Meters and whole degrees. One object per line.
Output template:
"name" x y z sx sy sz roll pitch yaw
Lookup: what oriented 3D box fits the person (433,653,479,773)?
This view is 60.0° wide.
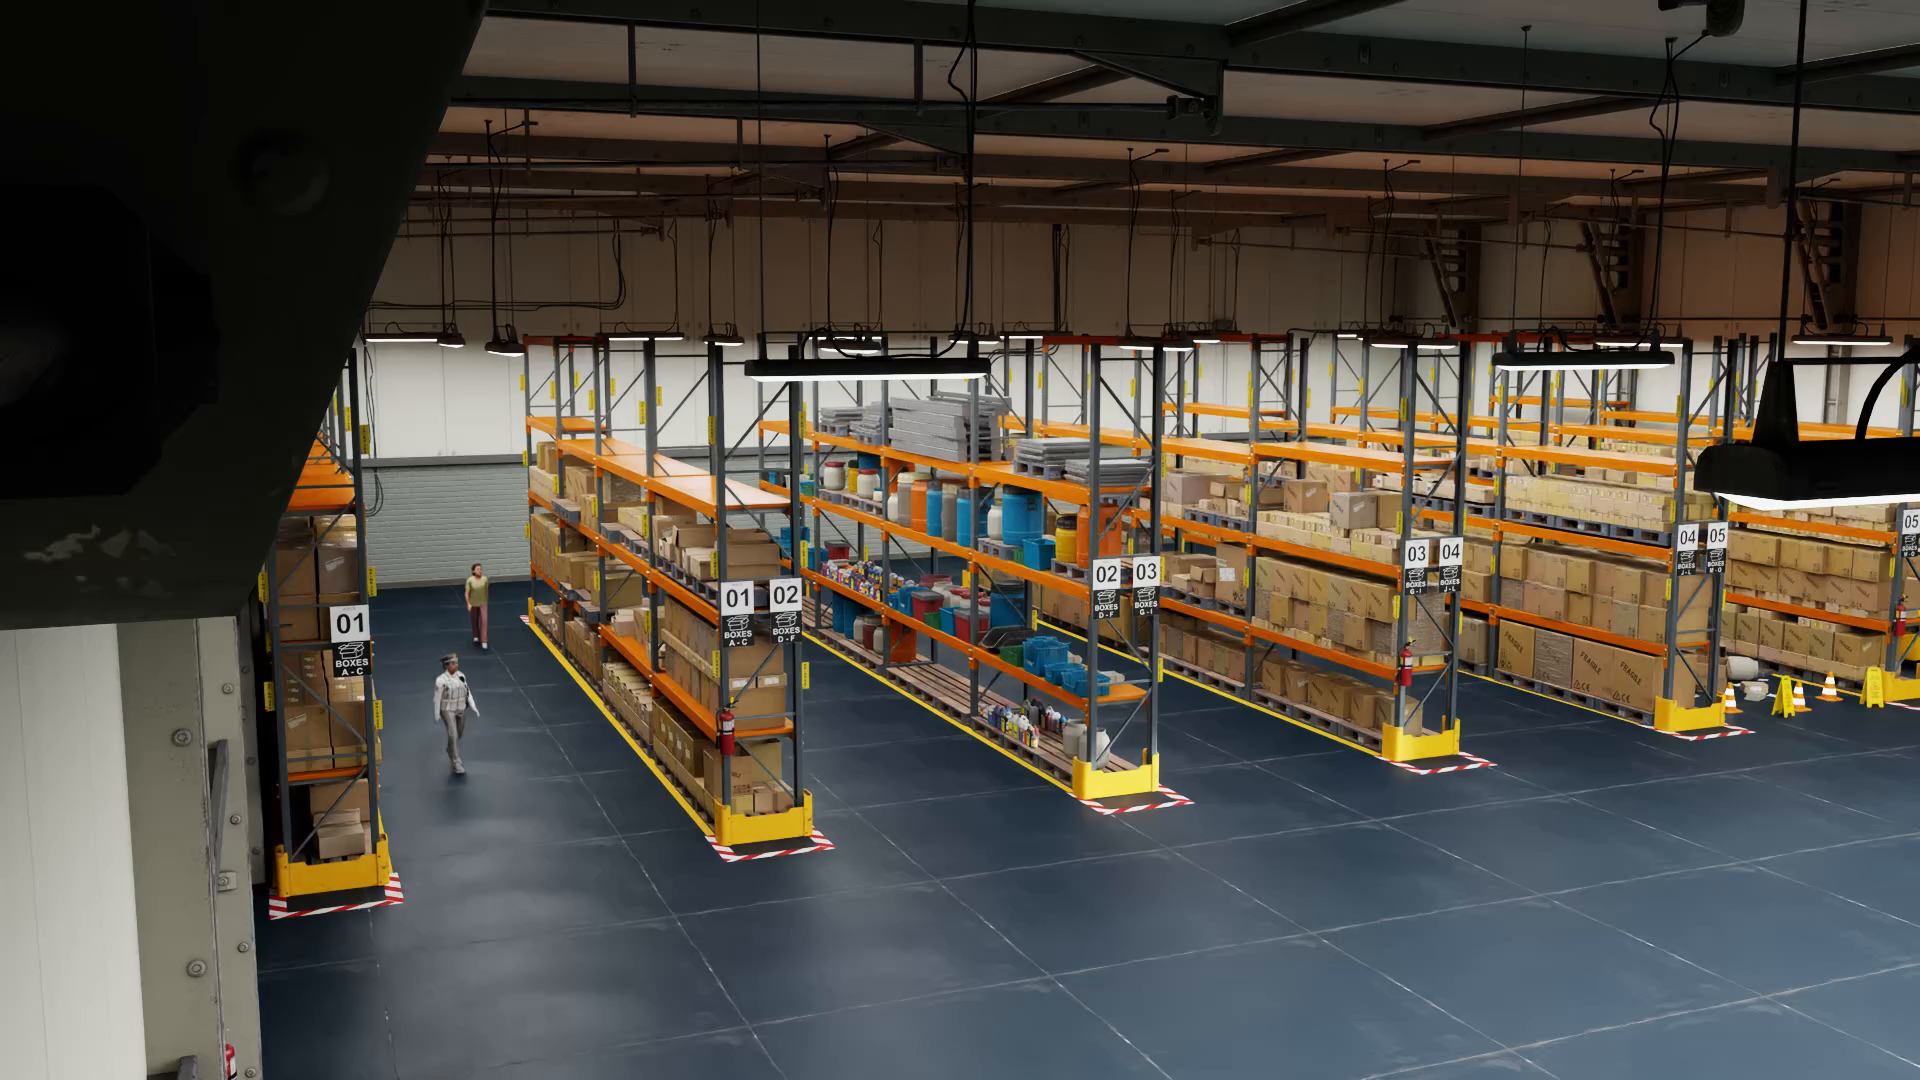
"person" -7.135 2.386 23.457 0.582 1.636 1.004 -6 10 -37

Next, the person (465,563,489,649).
"person" -9.316 1.247 32.105 0.454 1.603 1.060 -3 8 -19
